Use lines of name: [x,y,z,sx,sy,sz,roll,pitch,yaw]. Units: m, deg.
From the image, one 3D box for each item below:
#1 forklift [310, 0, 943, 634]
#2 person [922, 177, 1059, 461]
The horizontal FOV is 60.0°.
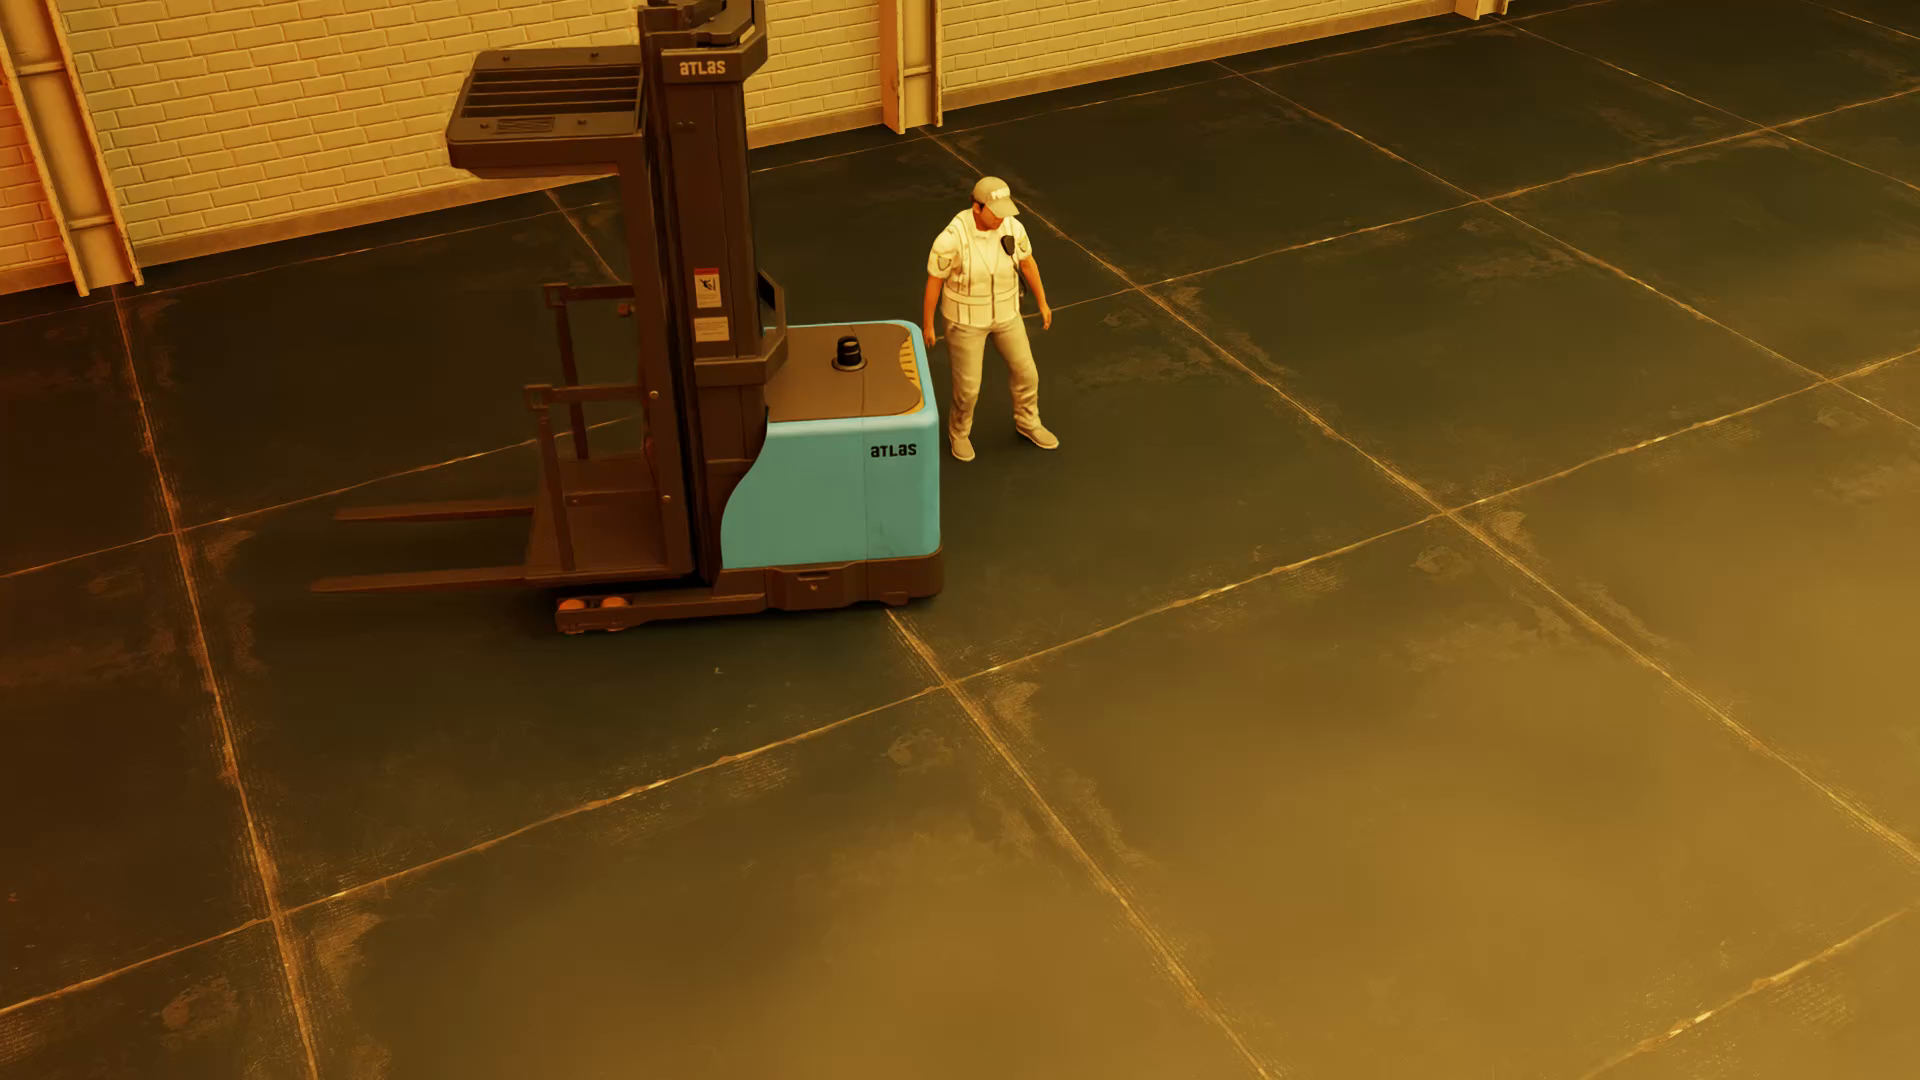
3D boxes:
forklift: [-1.638,-1.066,7.631,3.031,2.935,1.130,-4,35,-5]
person: [0.162,-1.196,8.939,0.752,1.641,0.451,-14,38,-19]
